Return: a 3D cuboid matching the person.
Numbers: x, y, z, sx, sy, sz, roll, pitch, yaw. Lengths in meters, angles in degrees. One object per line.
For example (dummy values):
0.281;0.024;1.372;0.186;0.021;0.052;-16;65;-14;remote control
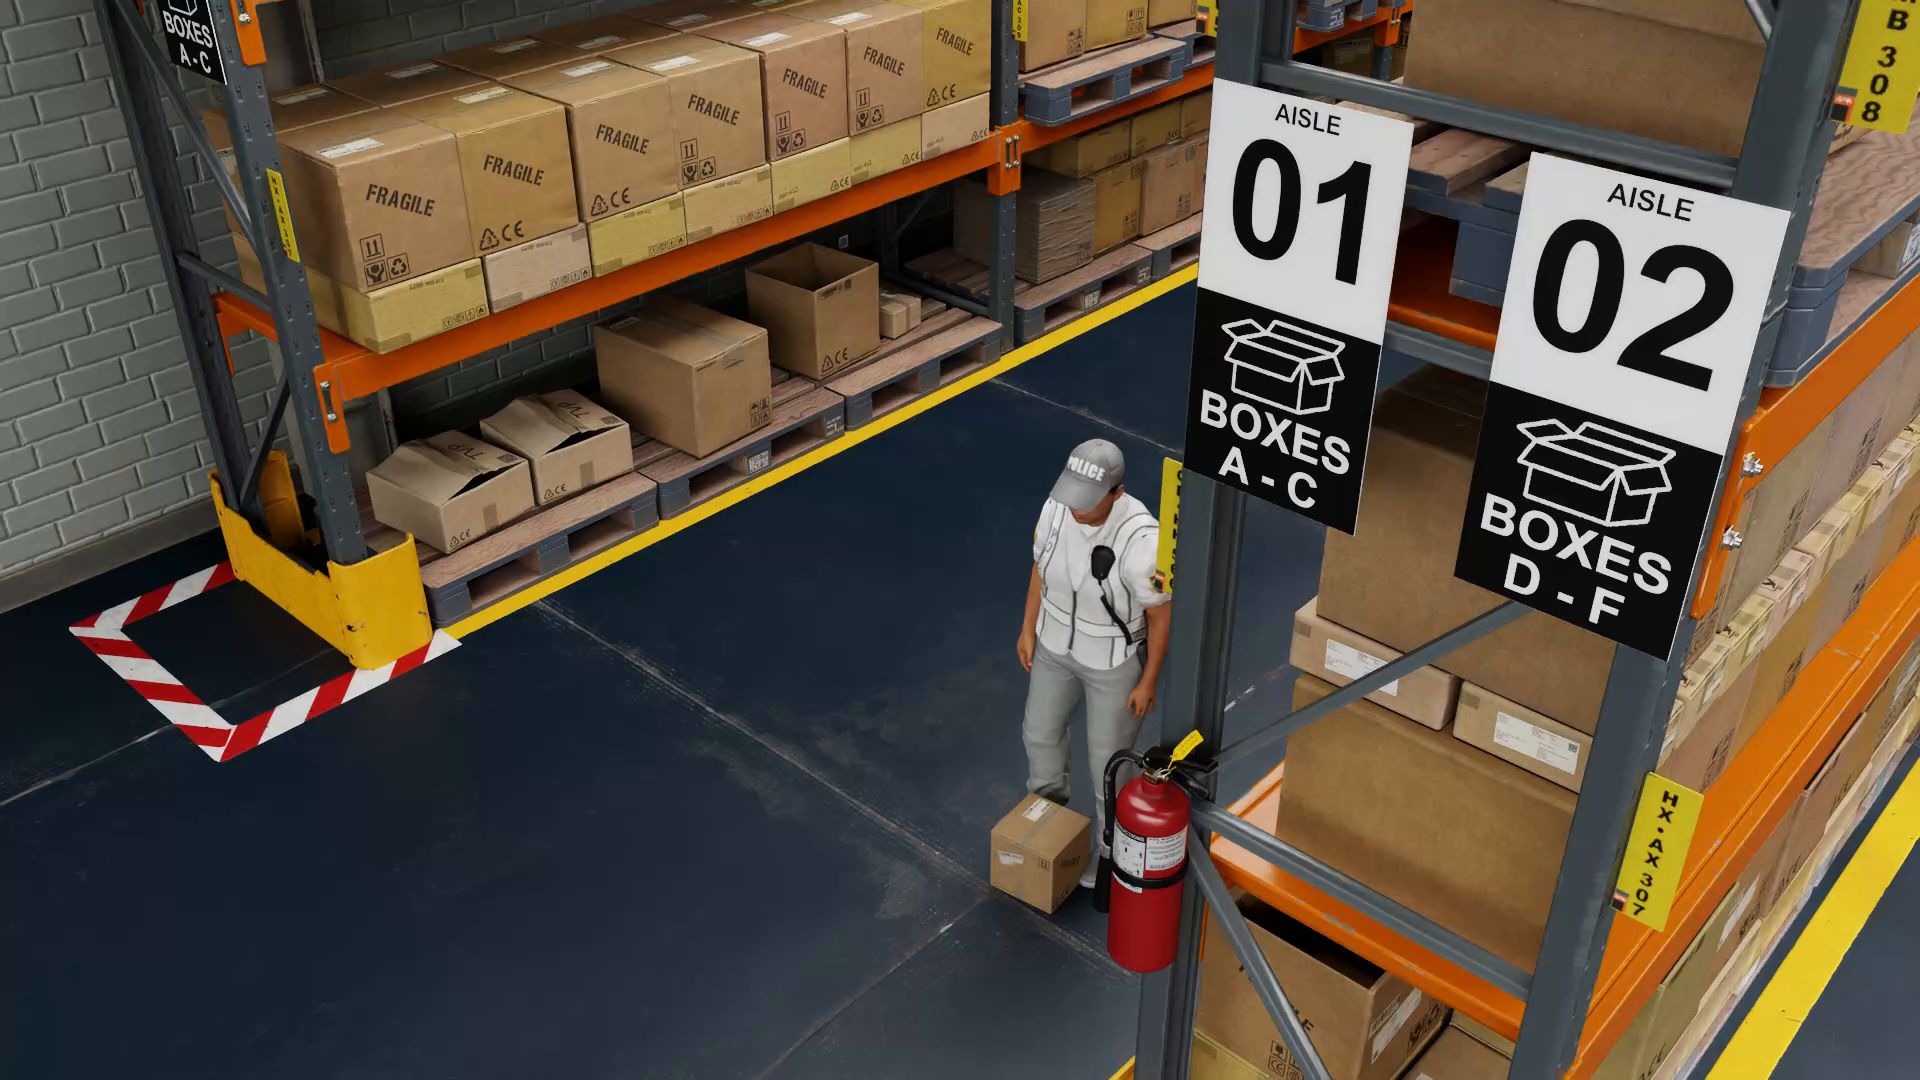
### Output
0.416;0.384;5.501;0.564;1.667;0.463;22;38;32;person
